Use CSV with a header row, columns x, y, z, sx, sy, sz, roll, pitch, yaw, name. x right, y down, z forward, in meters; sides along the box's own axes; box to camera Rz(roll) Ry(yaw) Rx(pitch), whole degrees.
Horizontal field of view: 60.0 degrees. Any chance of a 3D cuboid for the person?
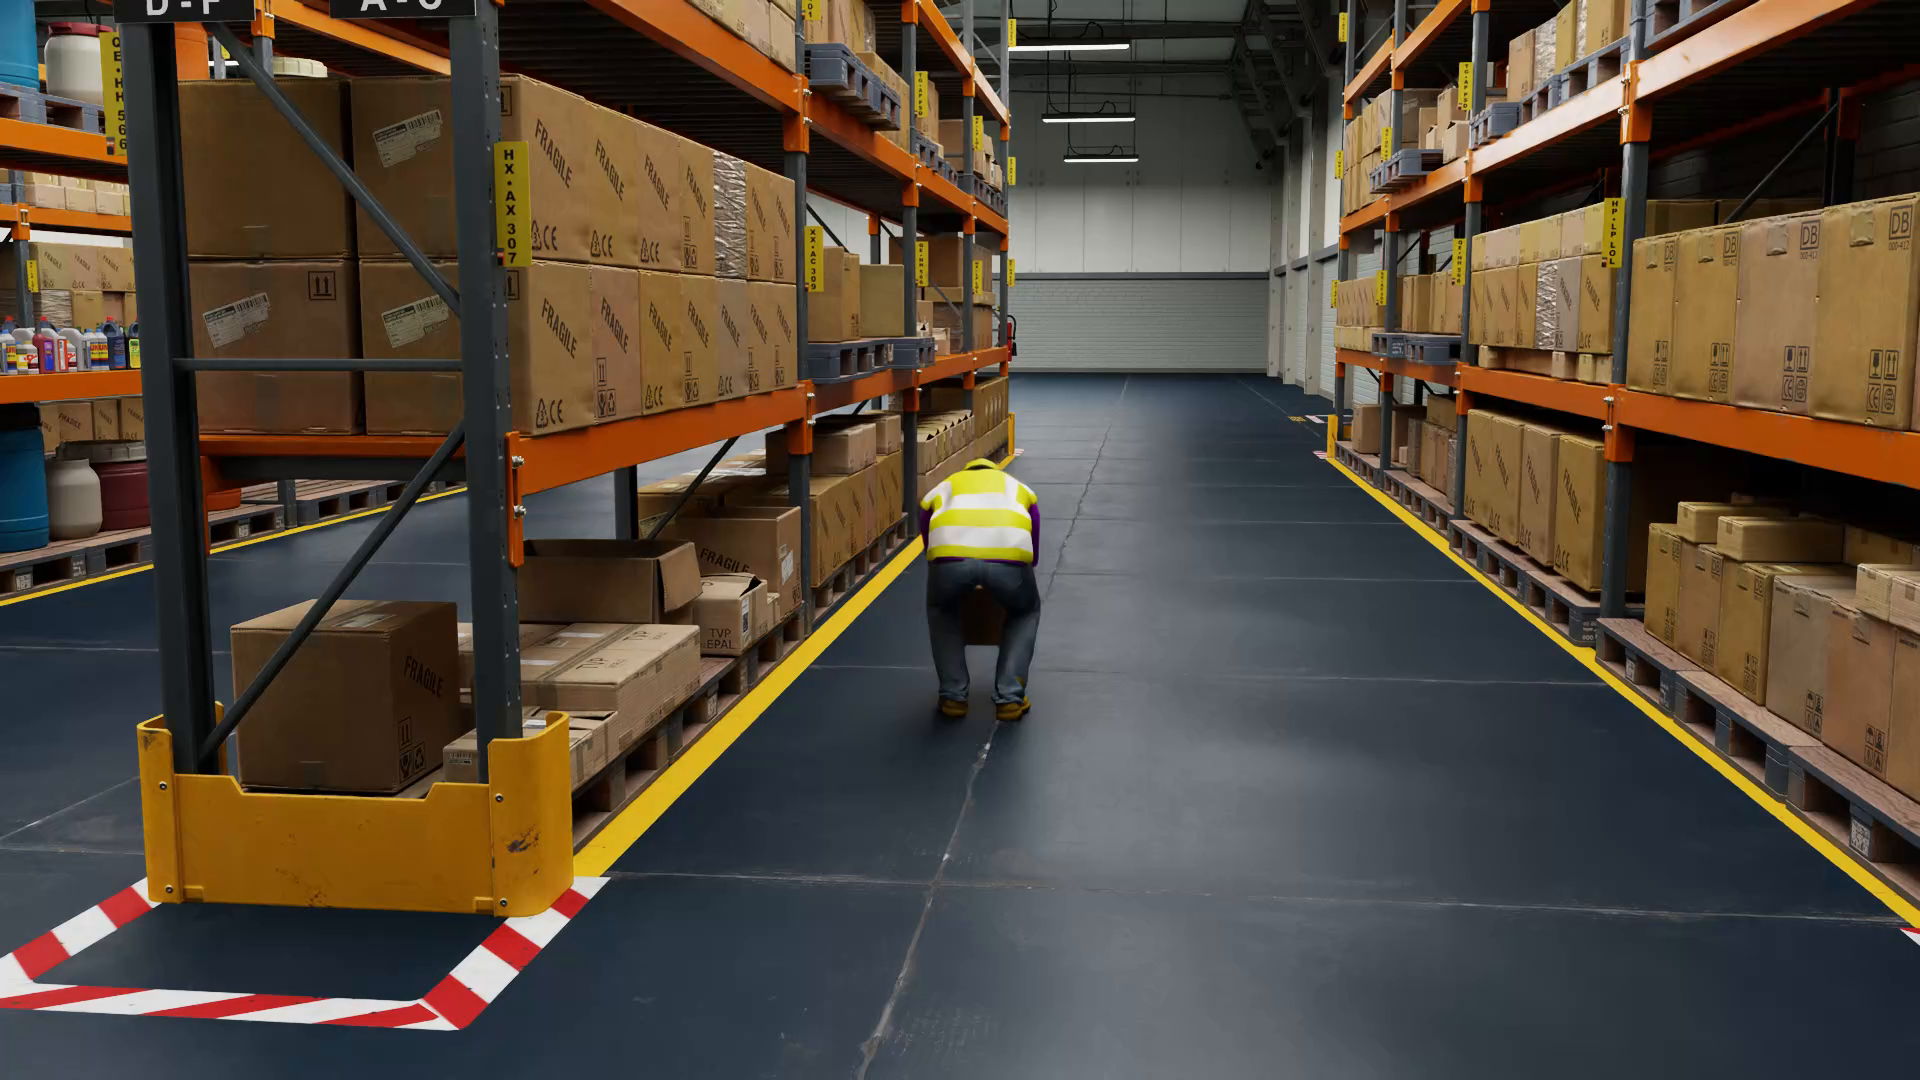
x,y,z,sx,sy,sz,roll,pitch,yaw,name
0.081,0.195,7.058,0.526,1.025,0.961,0,8,4,person
